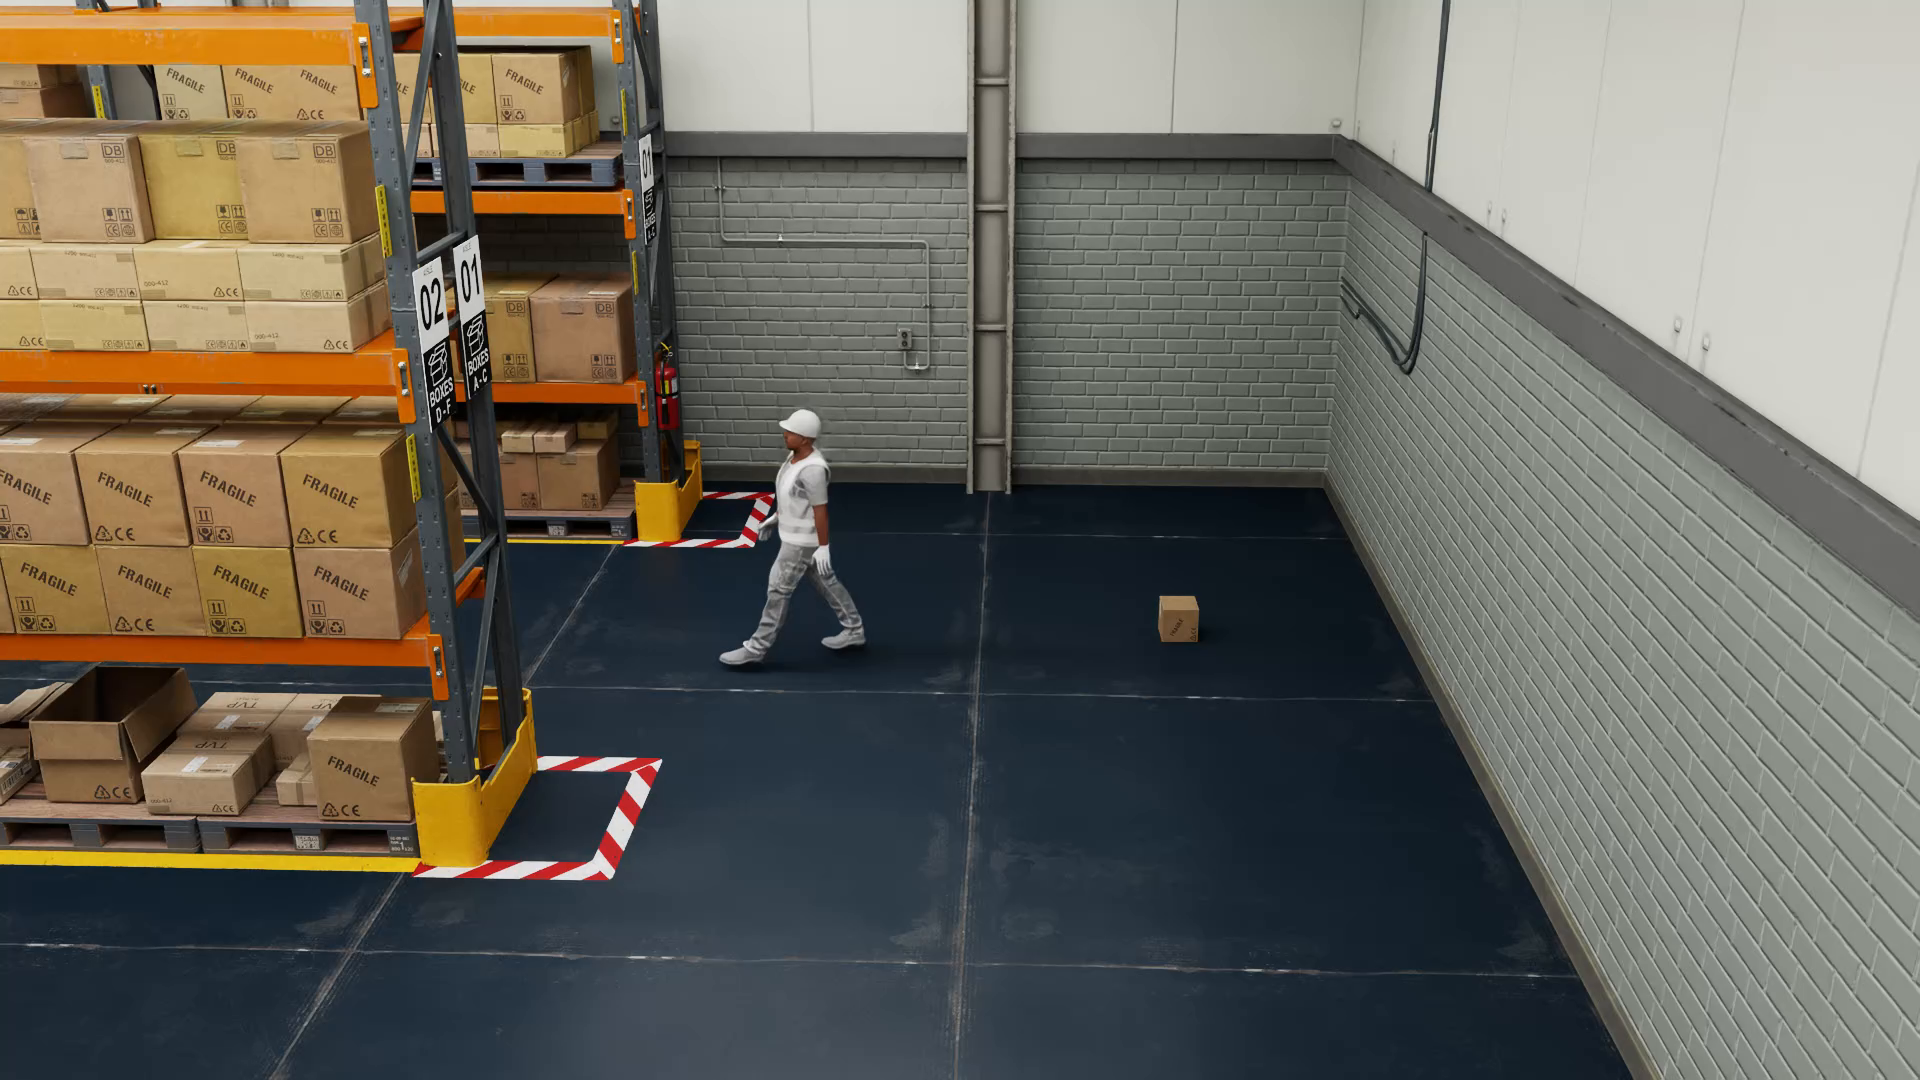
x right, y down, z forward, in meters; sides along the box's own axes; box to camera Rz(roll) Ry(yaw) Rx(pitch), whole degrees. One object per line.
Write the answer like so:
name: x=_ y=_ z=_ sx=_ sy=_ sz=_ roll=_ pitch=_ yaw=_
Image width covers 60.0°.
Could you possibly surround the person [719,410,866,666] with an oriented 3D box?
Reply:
person: x=-1.144 y=-0.037 z=11.121 sx=1.012 sy=1.730 sz=0.597 roll=-3 pitch=21 yaw=-8
